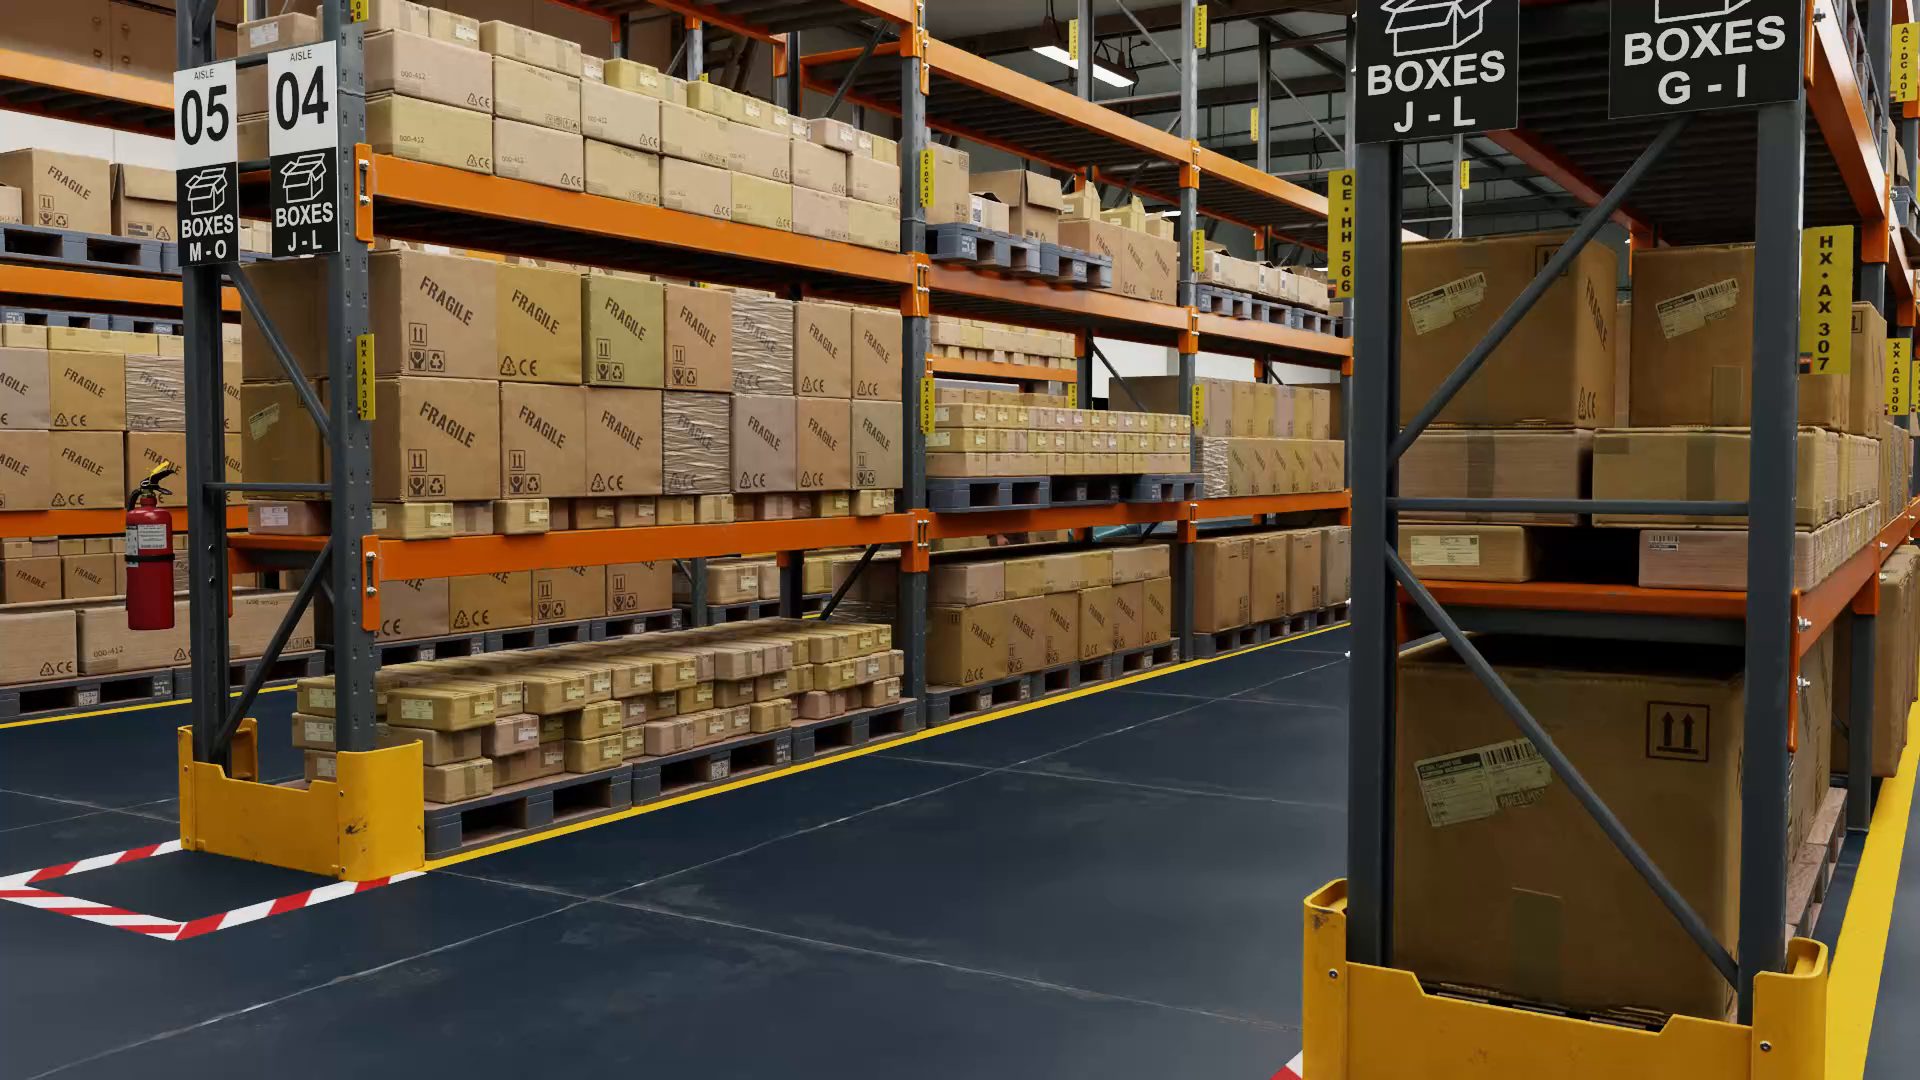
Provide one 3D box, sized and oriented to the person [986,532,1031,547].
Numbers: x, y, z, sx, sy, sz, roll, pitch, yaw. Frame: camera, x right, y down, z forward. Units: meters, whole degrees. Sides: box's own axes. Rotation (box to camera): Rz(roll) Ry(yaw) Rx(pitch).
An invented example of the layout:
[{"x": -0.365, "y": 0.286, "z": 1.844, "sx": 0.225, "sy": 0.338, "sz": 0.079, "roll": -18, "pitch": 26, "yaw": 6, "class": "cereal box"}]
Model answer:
[{"x": 0.463, "y": -0.005, "z": 15.724, "sx": 0.418, "sy": 1.721, "sz": 0.581, "roll": 2, "pitch": 3, "yaw": 31, "class": "person"}]
